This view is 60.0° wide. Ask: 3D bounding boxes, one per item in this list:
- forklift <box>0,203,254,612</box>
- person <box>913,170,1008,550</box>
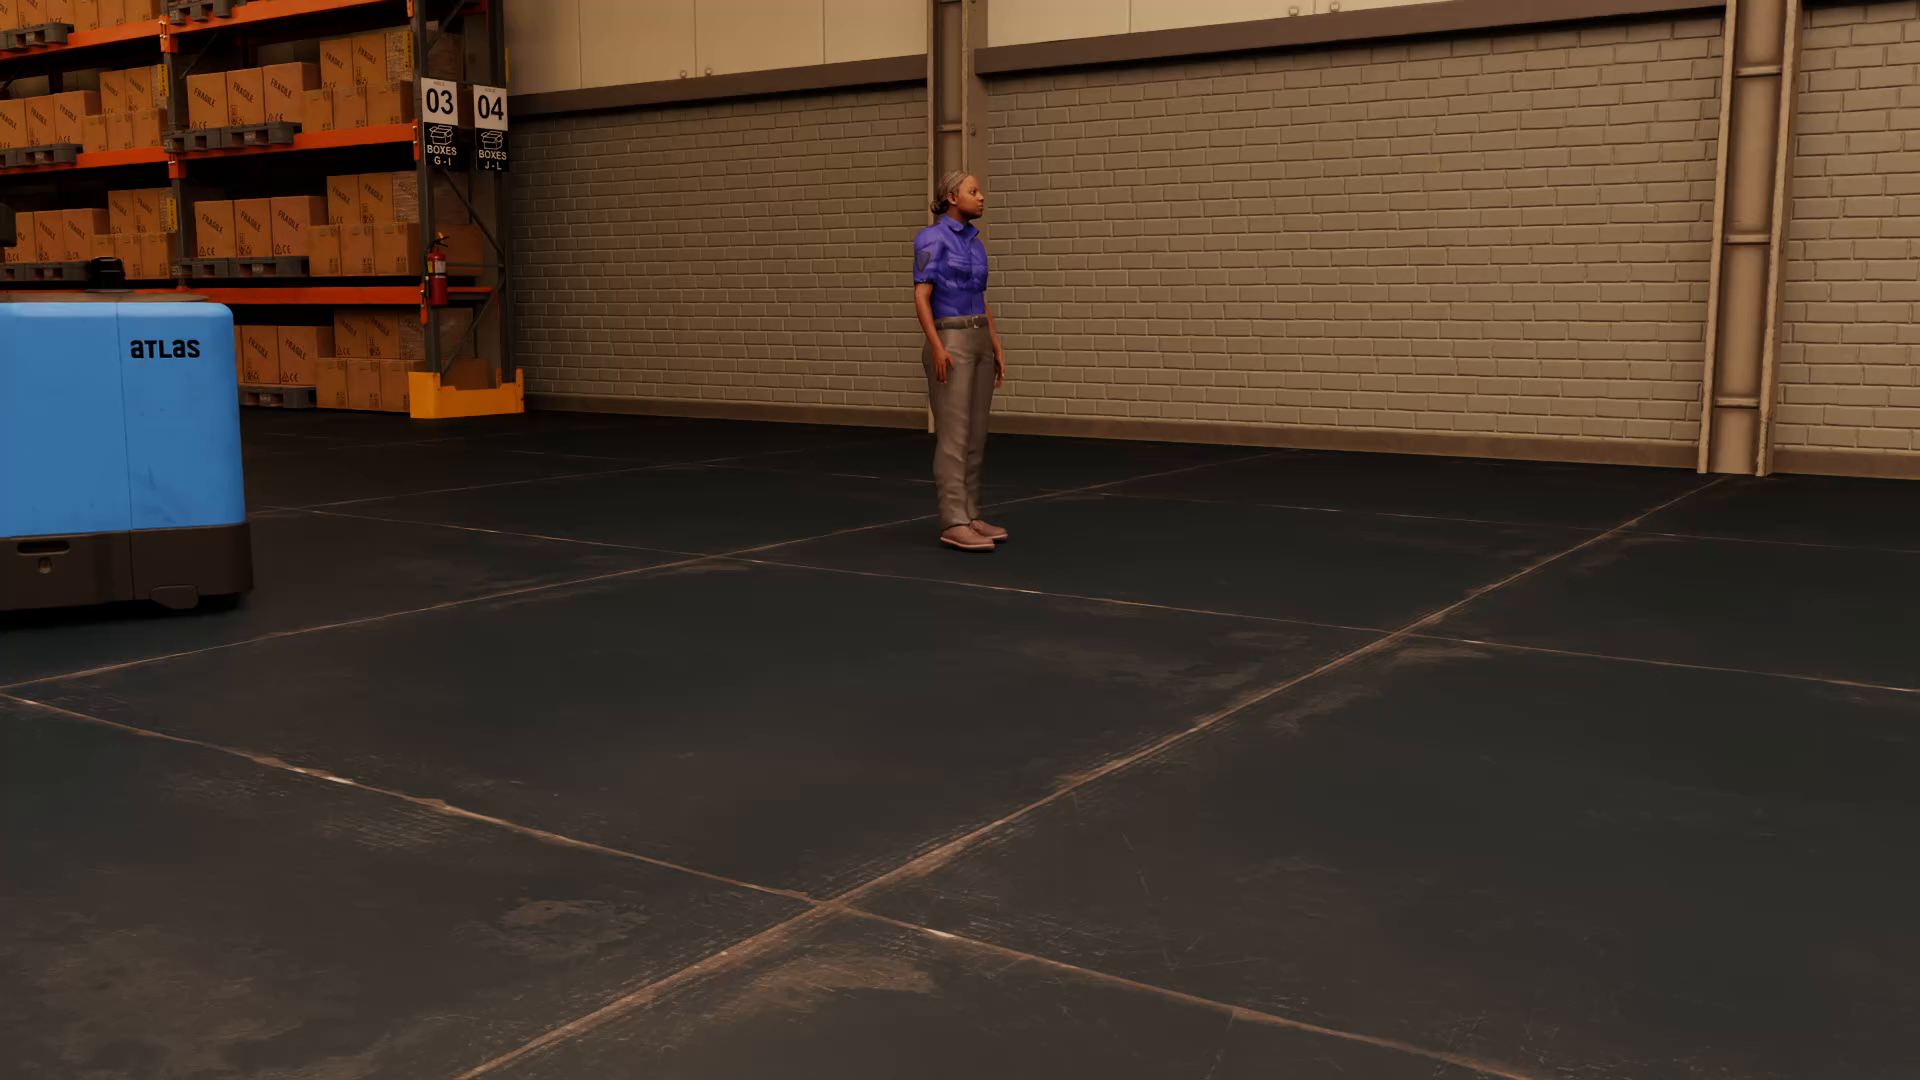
[{"bbox_3d":[-4.052,-1.170,5.421,3.031,2.935,1.130,-4,9,-26],"label":"forklift"},{"bbox_3d":[0.061,-0.817,7.421,0.504,1.654,0.569,5,10,34],"label":"person"}]
